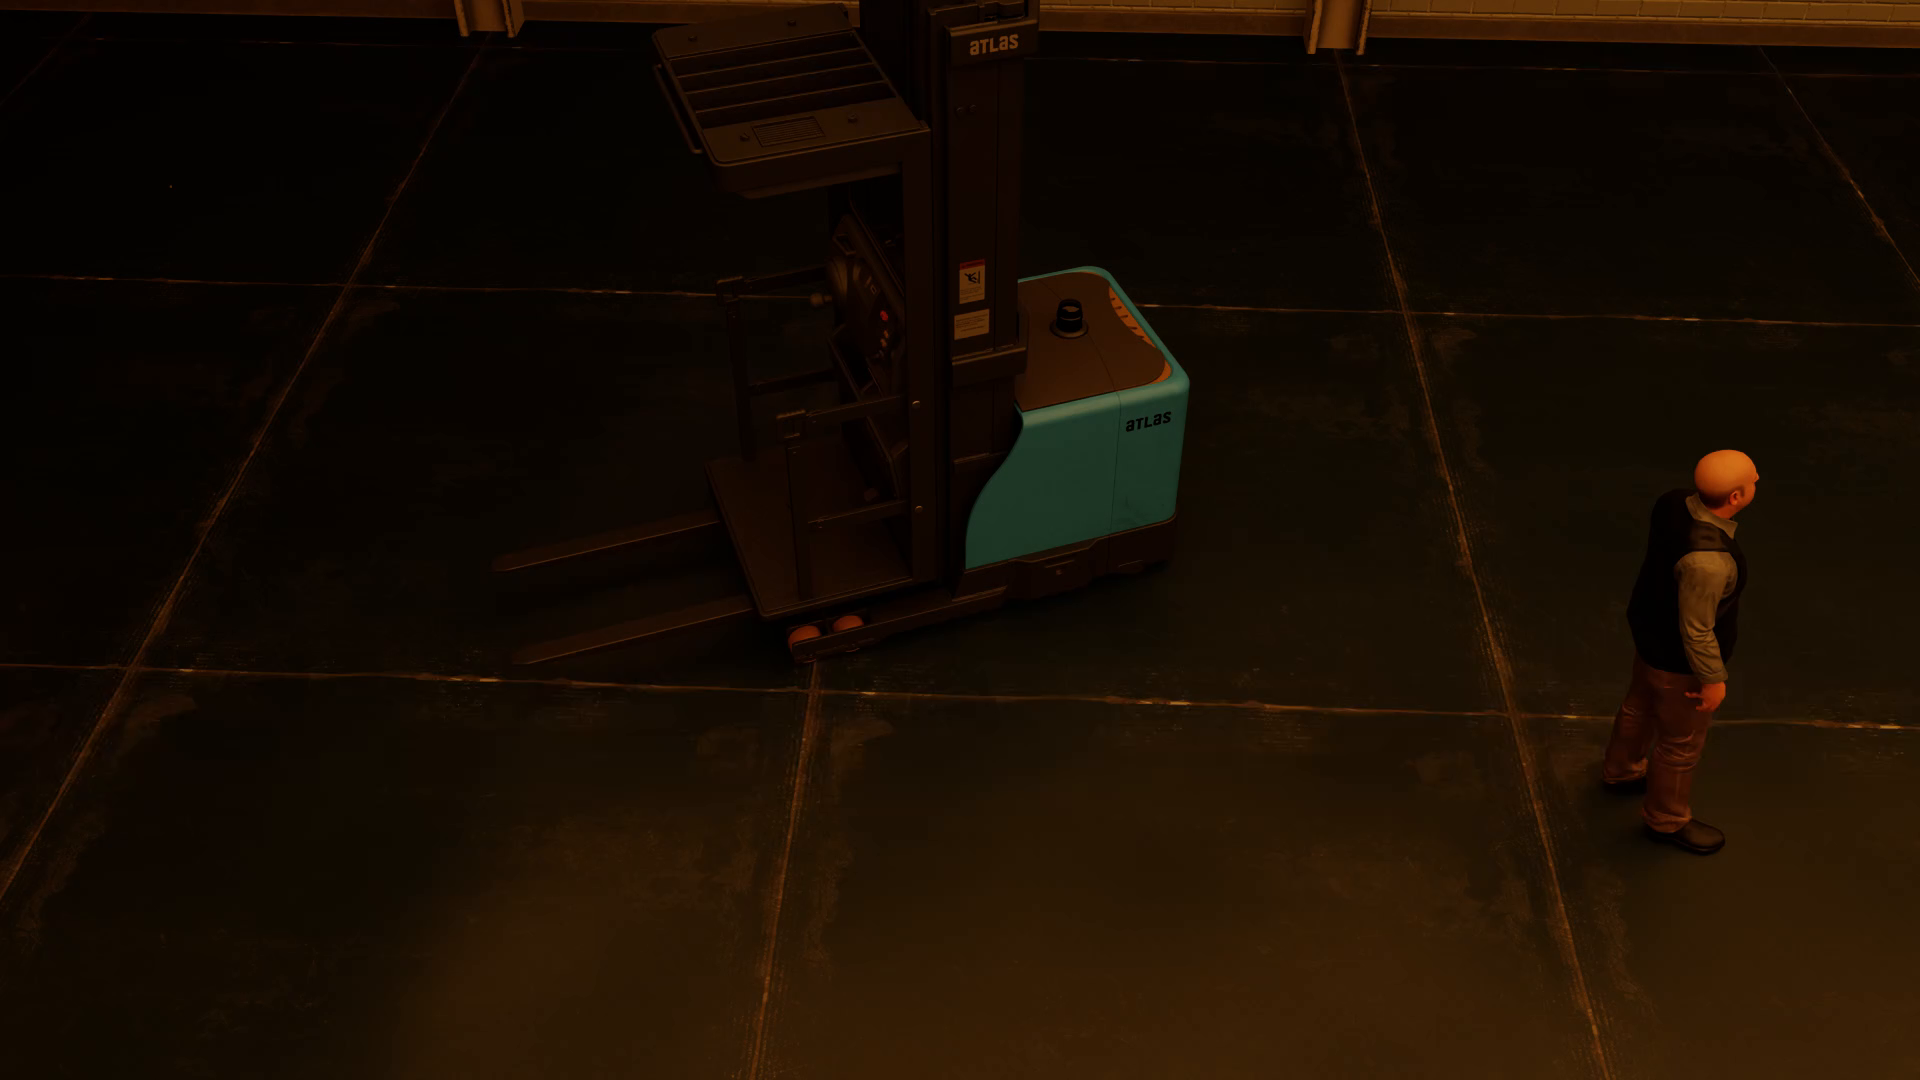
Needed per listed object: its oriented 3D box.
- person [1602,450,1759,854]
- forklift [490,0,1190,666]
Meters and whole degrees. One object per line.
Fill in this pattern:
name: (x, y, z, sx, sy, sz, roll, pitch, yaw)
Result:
person: (2.754, 0.383, 6.209, 0.568, 1.720, 0.632, 3, 42, 3)
forklift: (-0.573, -0.945, 6.778, 3.031, 2.935, 1.130, -13, 44, -14)
